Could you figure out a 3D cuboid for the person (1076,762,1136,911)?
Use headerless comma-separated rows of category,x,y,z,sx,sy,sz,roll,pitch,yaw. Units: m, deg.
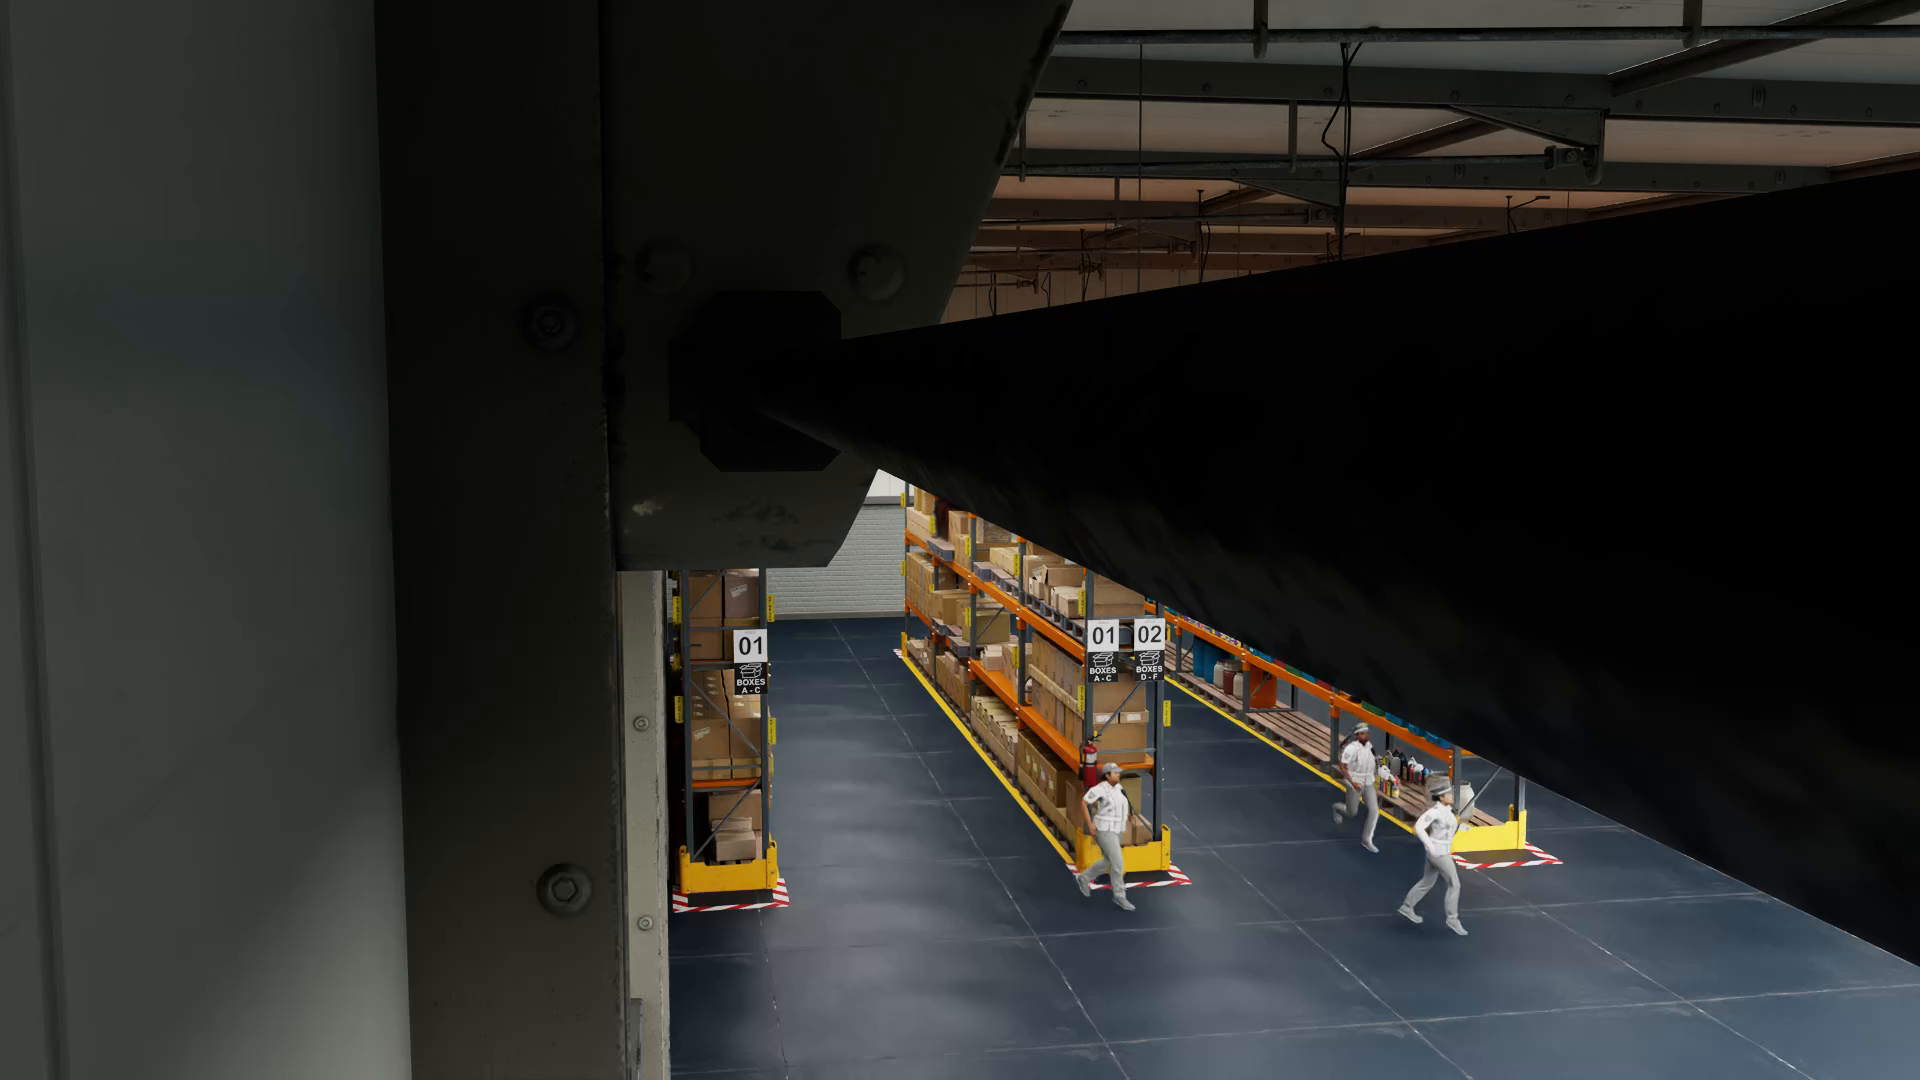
person,1.790,3.475,19.705,0.859,1.645,0.622,4,7,36

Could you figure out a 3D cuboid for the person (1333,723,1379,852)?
person,5.299,3.239,22.104,0.568,1.683,0.869,-2,6,-18

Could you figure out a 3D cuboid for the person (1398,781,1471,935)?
person,5.362,3.556,18.755,0.775,1.754,0.584,2,6,18
